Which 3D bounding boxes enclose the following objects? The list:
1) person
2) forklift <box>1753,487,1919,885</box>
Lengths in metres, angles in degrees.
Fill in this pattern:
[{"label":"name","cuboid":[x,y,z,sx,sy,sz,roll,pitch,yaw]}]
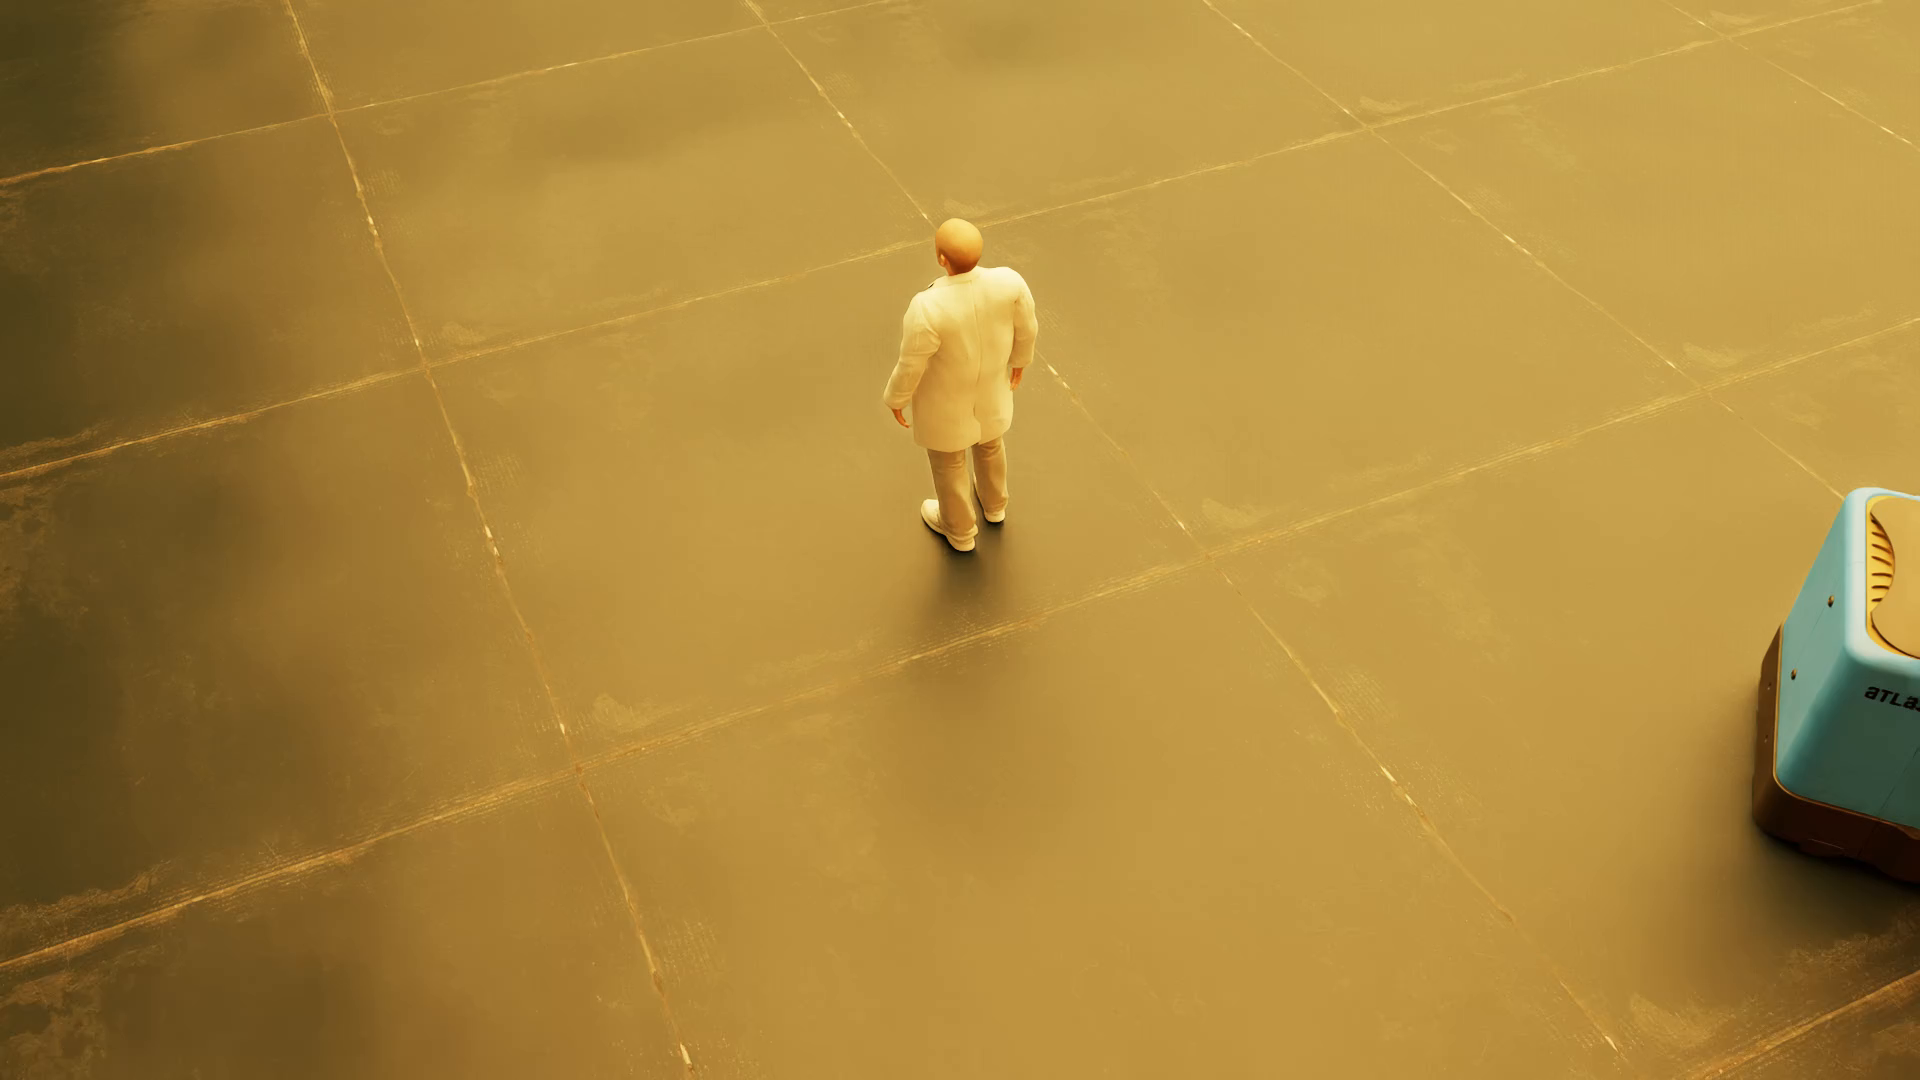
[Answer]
[{"label":"person","cuboid":[-0.035,-0.713,7.279,0.696,1.777,0.578,-18,46,-18]},{"label":"forklift","cuboid":[4.699,0.164,5.504,3.031,2.935,1.130,15,45,16]}]
